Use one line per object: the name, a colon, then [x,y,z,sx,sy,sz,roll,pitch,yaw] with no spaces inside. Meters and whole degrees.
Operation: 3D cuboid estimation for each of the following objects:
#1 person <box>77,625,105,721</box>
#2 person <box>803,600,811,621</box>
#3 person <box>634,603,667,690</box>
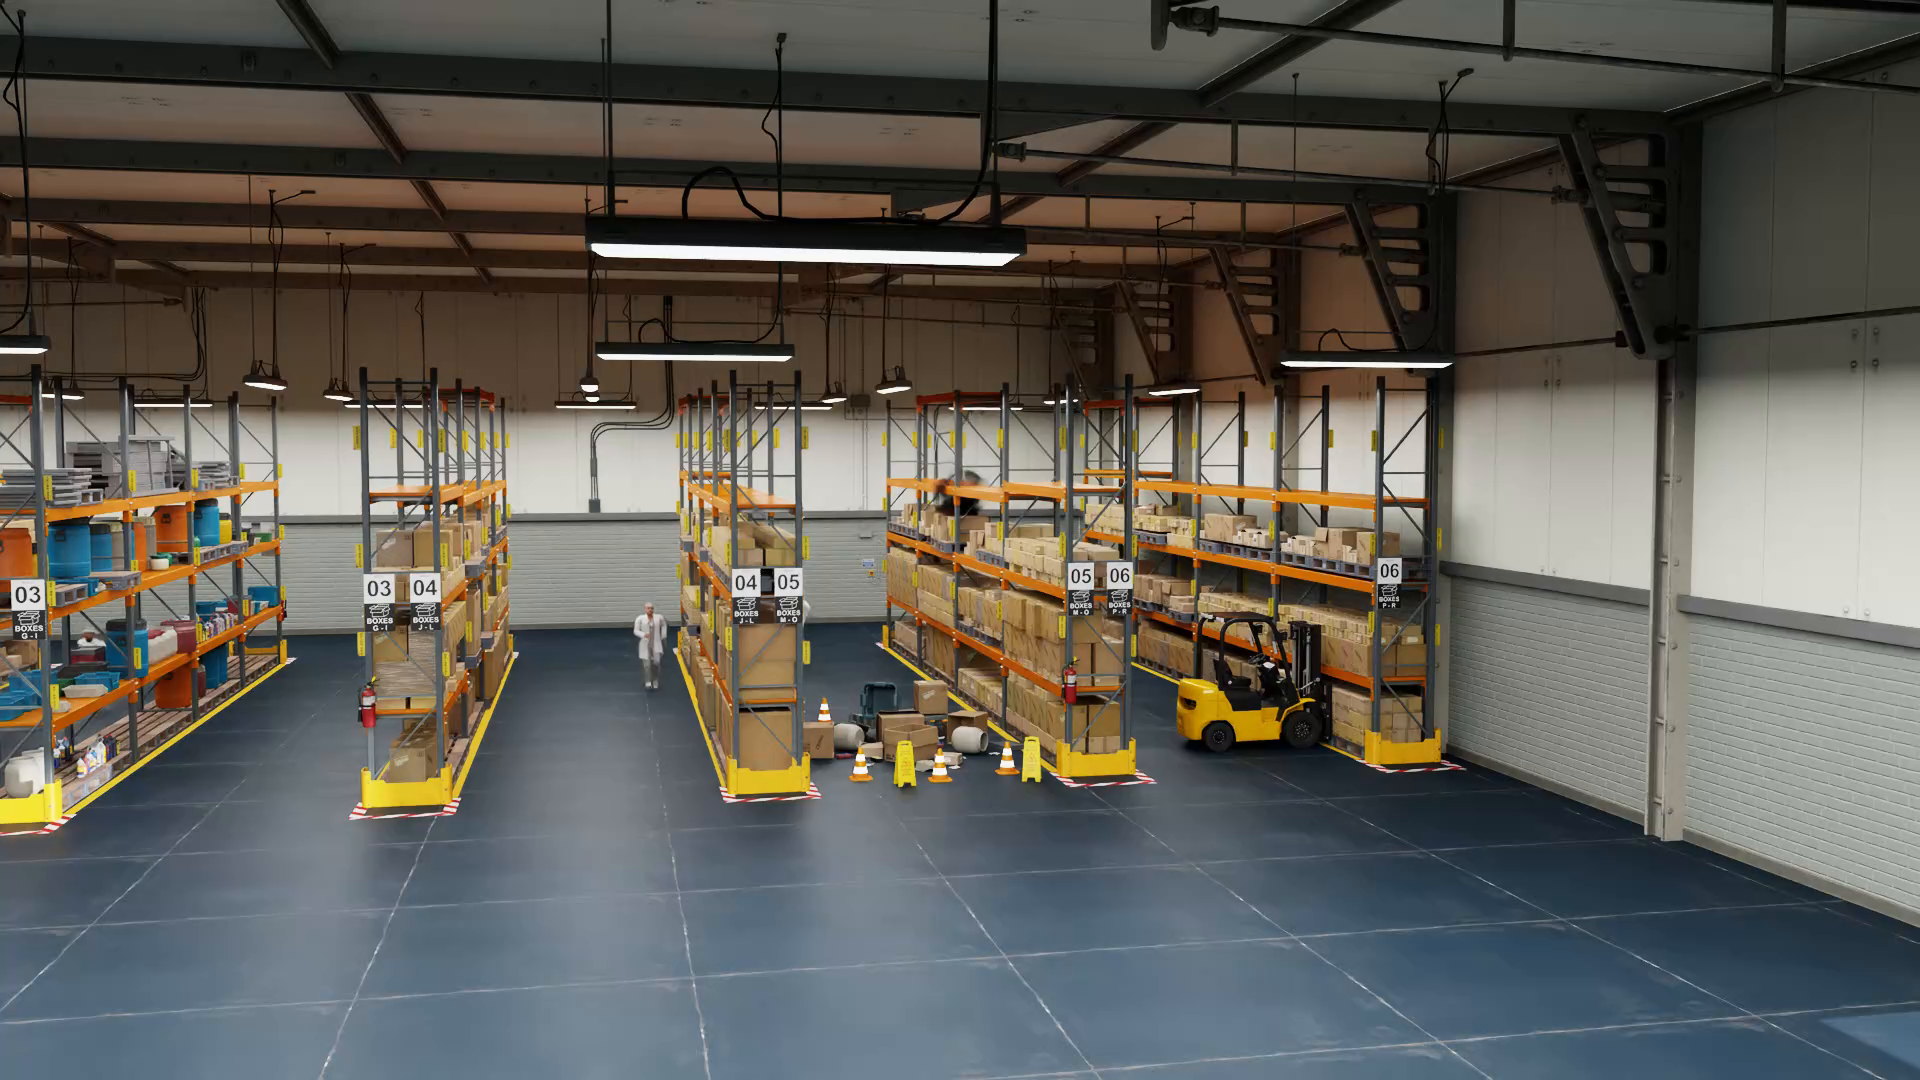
person: [-15.694,2.383,30.061,0.599,1.736,0.832,-1,3,-11]
person: [-3.729,1.923,37.822,0.589,1.742,0.780,-2,4,-25]
person: [-6.203,2.137,33.364,0.672,1.771,0.838,-1,4,-15]
